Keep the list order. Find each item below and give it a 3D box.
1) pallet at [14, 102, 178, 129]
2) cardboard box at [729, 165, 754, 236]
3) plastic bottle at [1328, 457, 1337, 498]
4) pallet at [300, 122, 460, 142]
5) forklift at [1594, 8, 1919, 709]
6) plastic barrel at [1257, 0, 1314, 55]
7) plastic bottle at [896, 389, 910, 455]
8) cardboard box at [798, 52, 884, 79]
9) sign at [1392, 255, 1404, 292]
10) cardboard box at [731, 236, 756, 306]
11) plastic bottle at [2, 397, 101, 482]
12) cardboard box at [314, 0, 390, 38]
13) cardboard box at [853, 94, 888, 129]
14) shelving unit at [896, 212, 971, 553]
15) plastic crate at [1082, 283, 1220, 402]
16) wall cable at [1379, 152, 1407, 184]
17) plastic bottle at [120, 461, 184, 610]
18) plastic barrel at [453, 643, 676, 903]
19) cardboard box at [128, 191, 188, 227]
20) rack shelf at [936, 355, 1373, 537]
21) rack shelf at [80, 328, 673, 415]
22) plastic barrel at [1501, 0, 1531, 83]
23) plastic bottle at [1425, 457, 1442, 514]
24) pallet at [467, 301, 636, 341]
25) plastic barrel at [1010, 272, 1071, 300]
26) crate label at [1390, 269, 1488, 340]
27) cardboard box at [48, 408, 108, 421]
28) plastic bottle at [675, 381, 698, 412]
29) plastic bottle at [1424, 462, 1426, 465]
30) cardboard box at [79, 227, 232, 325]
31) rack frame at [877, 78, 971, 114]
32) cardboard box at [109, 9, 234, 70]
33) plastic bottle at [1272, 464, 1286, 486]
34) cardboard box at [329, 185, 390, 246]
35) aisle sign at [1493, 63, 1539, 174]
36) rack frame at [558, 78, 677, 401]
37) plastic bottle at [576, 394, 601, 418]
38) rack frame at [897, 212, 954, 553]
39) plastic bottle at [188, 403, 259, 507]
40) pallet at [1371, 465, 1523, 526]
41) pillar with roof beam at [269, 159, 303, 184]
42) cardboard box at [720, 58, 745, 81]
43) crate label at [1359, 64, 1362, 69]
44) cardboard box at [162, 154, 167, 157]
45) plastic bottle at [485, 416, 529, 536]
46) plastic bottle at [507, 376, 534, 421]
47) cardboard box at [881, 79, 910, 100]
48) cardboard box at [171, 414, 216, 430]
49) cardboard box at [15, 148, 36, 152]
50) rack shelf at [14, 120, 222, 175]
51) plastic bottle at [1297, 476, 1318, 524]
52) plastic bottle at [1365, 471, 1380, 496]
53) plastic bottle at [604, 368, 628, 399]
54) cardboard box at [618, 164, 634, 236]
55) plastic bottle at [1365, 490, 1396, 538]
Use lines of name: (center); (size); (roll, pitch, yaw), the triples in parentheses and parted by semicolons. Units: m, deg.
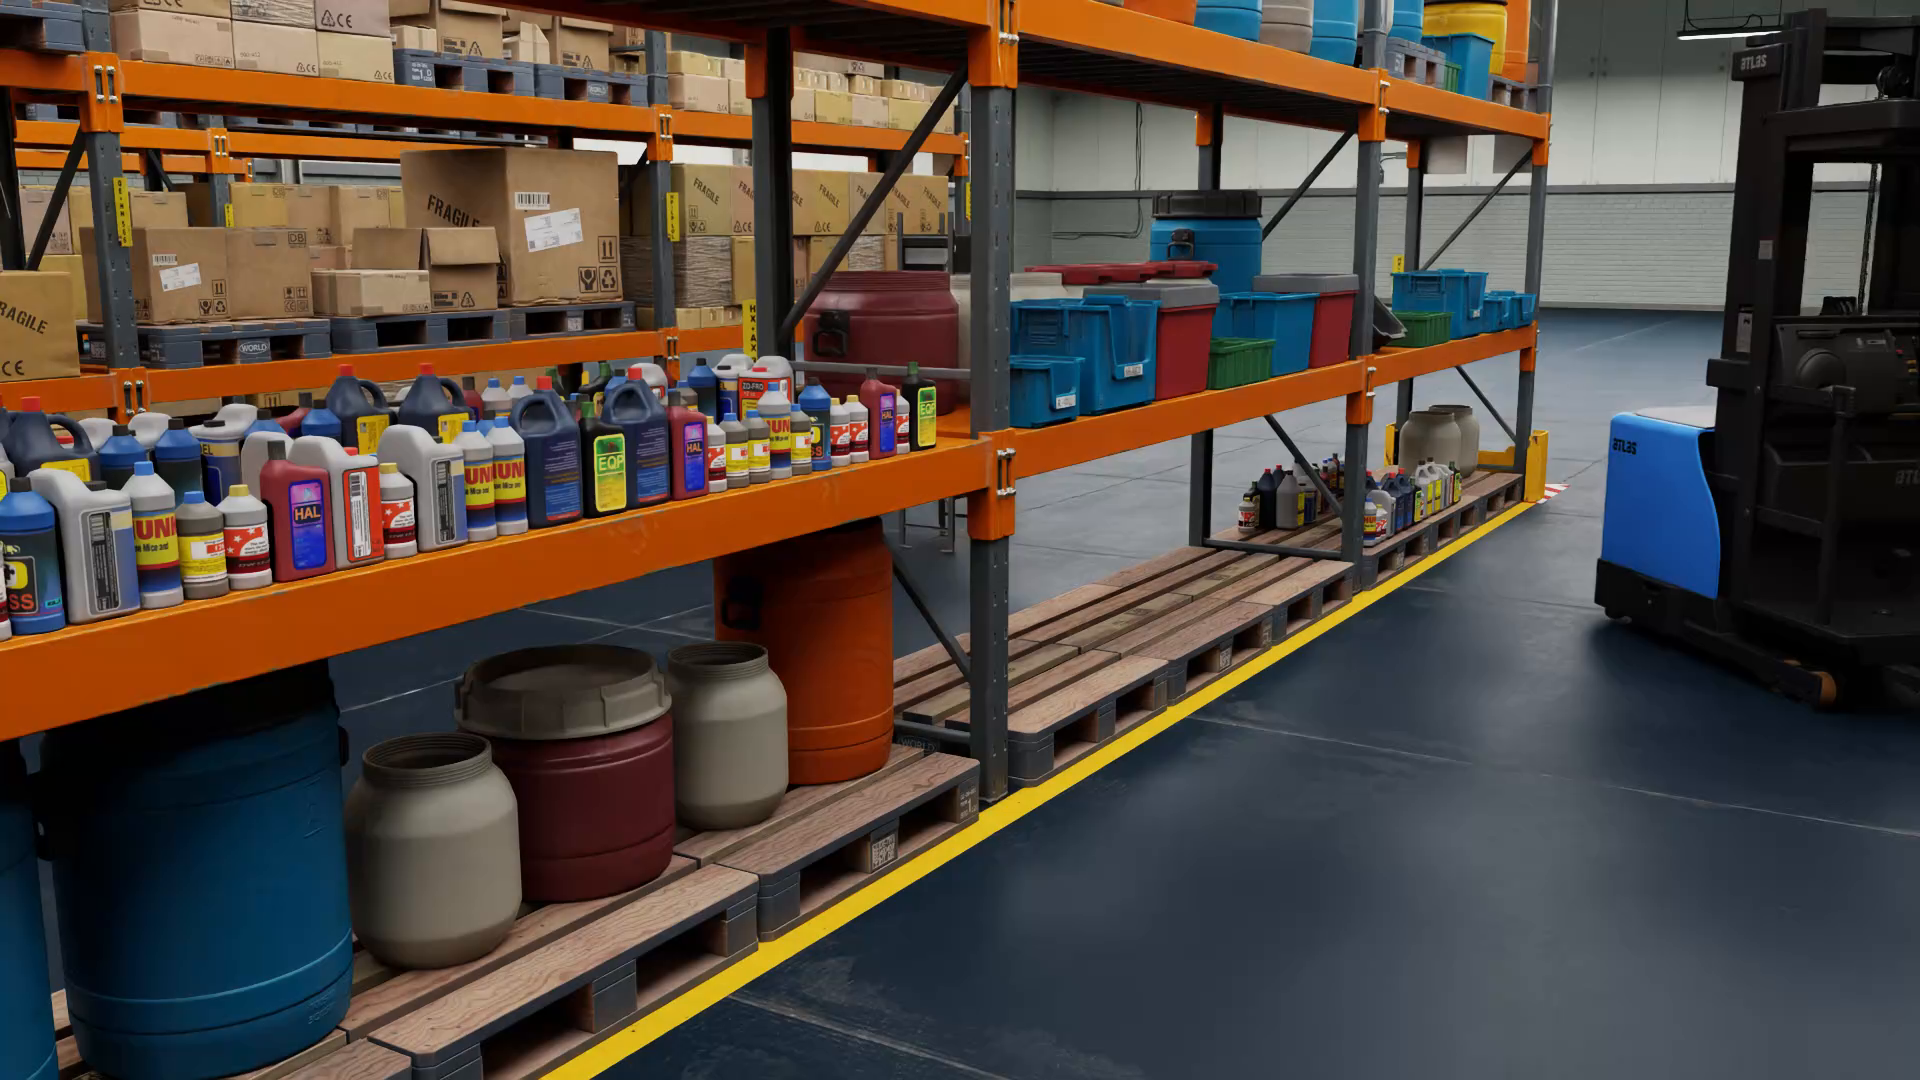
pallet: (-7.064, -3.418, 13.341); (0.805, 0.209, 1.217); (6, 12, 28)
cardboard box: (-1.734, -2.508, 12.319); (0.500, 0.500, 0.500); (6, 12, 31)
plastic bottle: (2.481, -0.418, 11.170); (0.097, 0.271, 0.097); (0, 11, 0)
pallet: (-5.562, -3.936, 15.830); (1.003, 0.211, 1.213); (6, 12, 31)
forklift: (4.079, -0.795, 7.149); (1.130, 2.935, 3.031); (-2, 11, -9)
plastic barrel: (1.372, -2.740, 7.841); (0.600, 0.901, 0.600); (0, 11, 0)
plastic bottle: (-0.208, -0.376, 5.264); (0.097, 0.201, 0.097); (0, 11, 0)
cardboard box: (-0.955, -3.973, 13.349); (0.500, 0.500, 0.500); (6, 12, 31)
sign: (3.399, -2.042, 12.870); (0.100, 0.325, 0.005); (6, 12, 31)
cardboard box: (-1.867, -2.032, 12.490); (0.875, 0.500, 0.500); (6, 12, 31)
plastic bottle: (-1.947, -0.132, 3.556); (0.144, 0.351, 0.185); (6, 12, 31)
cardboard box: (-3.534, -3.045, 9.201); (0.500, 0.500, 0.500); (6, 12, 29)
cardboard box: (-0.930, -3.467, 13.495); (0.500, 0.250, 0.500); (7, 13, 32)
shelving unit: (-0.086, -1.006, 10.536); (0.431, 2.100, 0.503); (6, 12, 31)
plastic crate: (0.814, -0.850, 7.086); (0.402, 0.464, 0.583); (6, 12, 31)
wall cable: (12.128, -12.489, 43.880); (2.305, 6.003, 0.169); (6, 12, 31)
plastic bottle: (-1.524, -0.011, 3.128); (0.097, 0.271, 0.097); (0, 11, 0)
plastic barrel: (-1.112, 0.641, 4.706); (0.600, 0.588, 0.708); (6, 12, 31)
cardboard box: (-6.882, -2.648, 13.873); (0.700, 0.500, 0.500); (6, 12, 30)
rack shelf: (0.752, -0.555, 7.637); (1.077, 0.370, 4.000); (6, 12, 31)
rack shelf: (-3.481, -1.028, 10.165); (1.077, 0.370, 4.000); (6, 12, 31)
plastic barrel: (3.723, -3.656, 11.784); (0.600, 0.830, 0.708); (6, 12, 31)
plastic bottle: (2.979, -0.351, 10.593); (0.144, 0.351, 0.185); (7, 13, 33)
pallet: (-2.964, -1.496, 11.228); (1.003, 0.211, 1.213); (6, 12, 31)
plastic barrel: (0.284, -0.898, 7.207); (0.421, 0.512, 0.421); (0, 11, 0)
crate label: (3.142, -1.554, 10.924); (0.502, 0.435, 0.616); (6, 12, 31)
cardboard box: (-7.379, -1.029, 13.187); (1.050, 0.750, 0.750); (6, 12, 31)
plastic bottle: (-0.922, -0.428, 5.545); (0.097, 0.201, 0.097); (0, 11, 0)
plastic bottle: (3.042, -0.376, 10.910); (0.061, 0.283, 0.133); (6, 12, 31)
cardboard box: (-4.274, -1.412, 8.844); (0.500, 0.500, 0.500); (5, 12, 24)
rack frame: (-0.366, -5.274, 14.587); (1.000, 3.000, 0.127); (6, 12, 31)
cardboard box: (-4.058, -2.518, 8.421); (0.500, 0.250, 0.500); (7, 12, 32)
plastic bottle: (1.978, -0.296, 10.304); (0.144, 0.351, 0.185); (6, 12, 28)
cardboard box: (-5.825, -3.015, 15.479); (0.875, 0.550, 0.550); (6, 12, 31)
aisle sign: (4.158, -3.113, 12.281); (0.394, 0.787, 0.004); (6, 12, 31)
rack frame: (-2.443, -1.696, 11.779); (1.000, 3.000, 0.127); (6, 12, 31)
plastic bottle: (-0.945, -0.237, 4.302); (0.061, 0.283, 0.133); (6, 12, 31)
rack frame: (-0.213, -0.968, 10.331); (0.400, 2.100, 0.015); (6, 12, 31)
plastic bottle: (-1.793, -0.191, 4.076); (0.152, 0.276, 0.135); (6, 12, 31)
pallet: (3.441, -0.338, 12.100); (1.003, 0.211, 1.213); (6, 12, 31)
pillar with roof beam: (-7.418, -7.204, 24.892); (9.100, 9.000, 0.400); (6, 12, 31)
cardboard box: (-1.771, -3.404, 12.072); (0.380, 0.149, 0.250); (6, 12, 31)
crate label: (2.613, -2.991, 10.945); (0.502, 0.251, 0.408); (6, 12, 31)
cardboard box: (-9.239, -4.426, 18.890); (0.380, 0.149, 0.250); (6, 12, 31)
plastic bottle: (-1.062, -0.151, 3.875); (0.097, 0.271, 0.097); (0, 11, 0)
plastic bottle: (-1.300, -0.348, 4.926); (0.097, 0.271, 0.097); (0, 11, 0)
cardboard box: (-0.637, -3.724, 13.780); (0.380, 0.149, 0.250); (6, 12, 31)
cardboard box: (-4.198, -0.532, 9.117); (0.500, 0.250, 0.500); (7, 13, 33)
cardboard box: (-10.011, -4.182, 17.584); (0.380, 0.149, 0.250); (6, 12, 29)
rack shelf: (-7.668, -2.992, 12.505); (1.077, 0.370, 4.000); (6, 12, 31)
plastic bottle: (2.117, -0.249, 10.256); (0.152, 0.276, 0.135); (6, 12, 31)
plastic bottle: (2.441, -0.238, 9.994); (0.144, 0.351, 0.185); (6, 12, 31)
plastic bottle: (-1.059, -0.400, 5.201); (0.097, 0.271, 0.097); (0, 11, 0)
cardboard box: (-2.445, -2.480, 12.168); (0.500, 0.500, 0.500); (6, 12, 31)
plastic bottle: (2.475, -0.162, 9.791); (0.152, 0.276, 0.135); (7, 13, 33)
